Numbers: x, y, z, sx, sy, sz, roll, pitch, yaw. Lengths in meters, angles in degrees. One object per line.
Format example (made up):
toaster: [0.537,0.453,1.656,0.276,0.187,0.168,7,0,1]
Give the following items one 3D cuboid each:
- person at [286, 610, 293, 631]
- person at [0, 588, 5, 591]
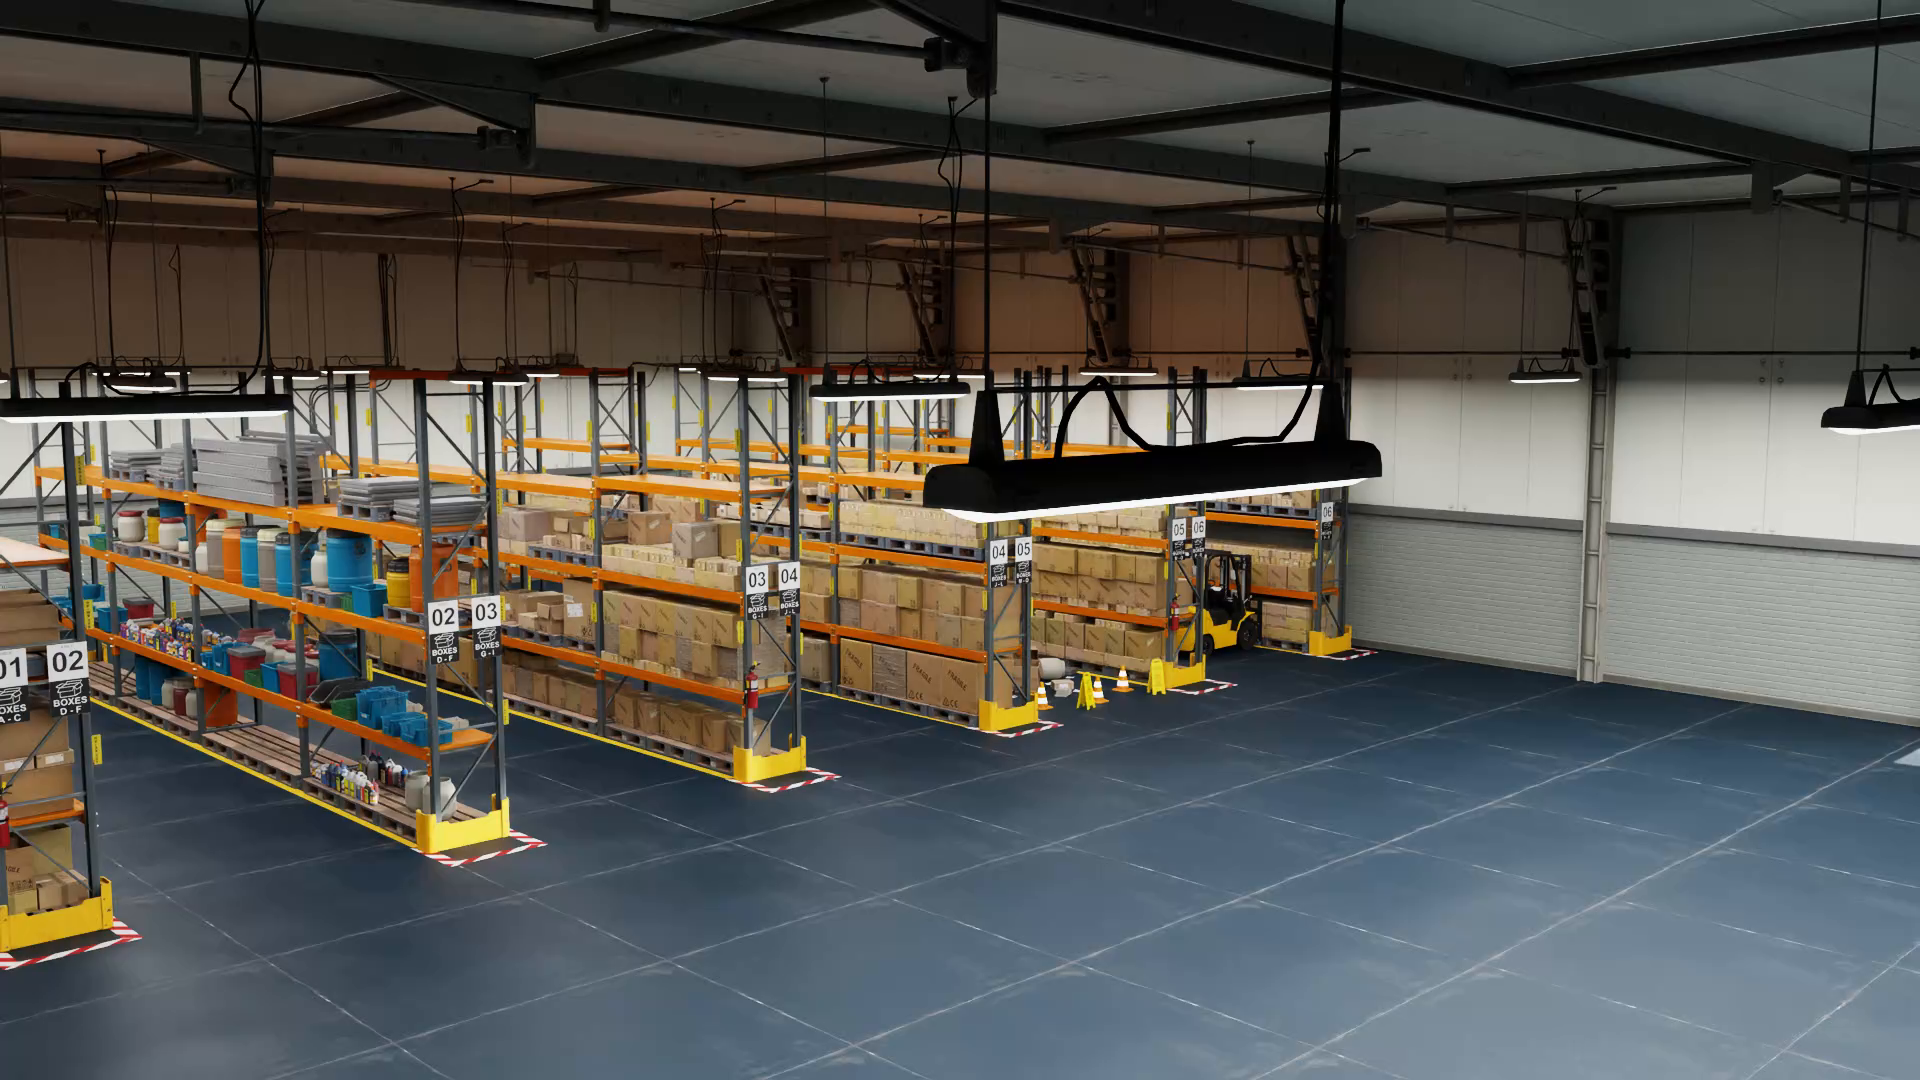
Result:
person: [-15.007,1.233,37.606,0.444,1.753,0.562,-1,7,-9]
person: [-18.978,1.808,32.814,0.649,1.689,0.792,2,7,18]
